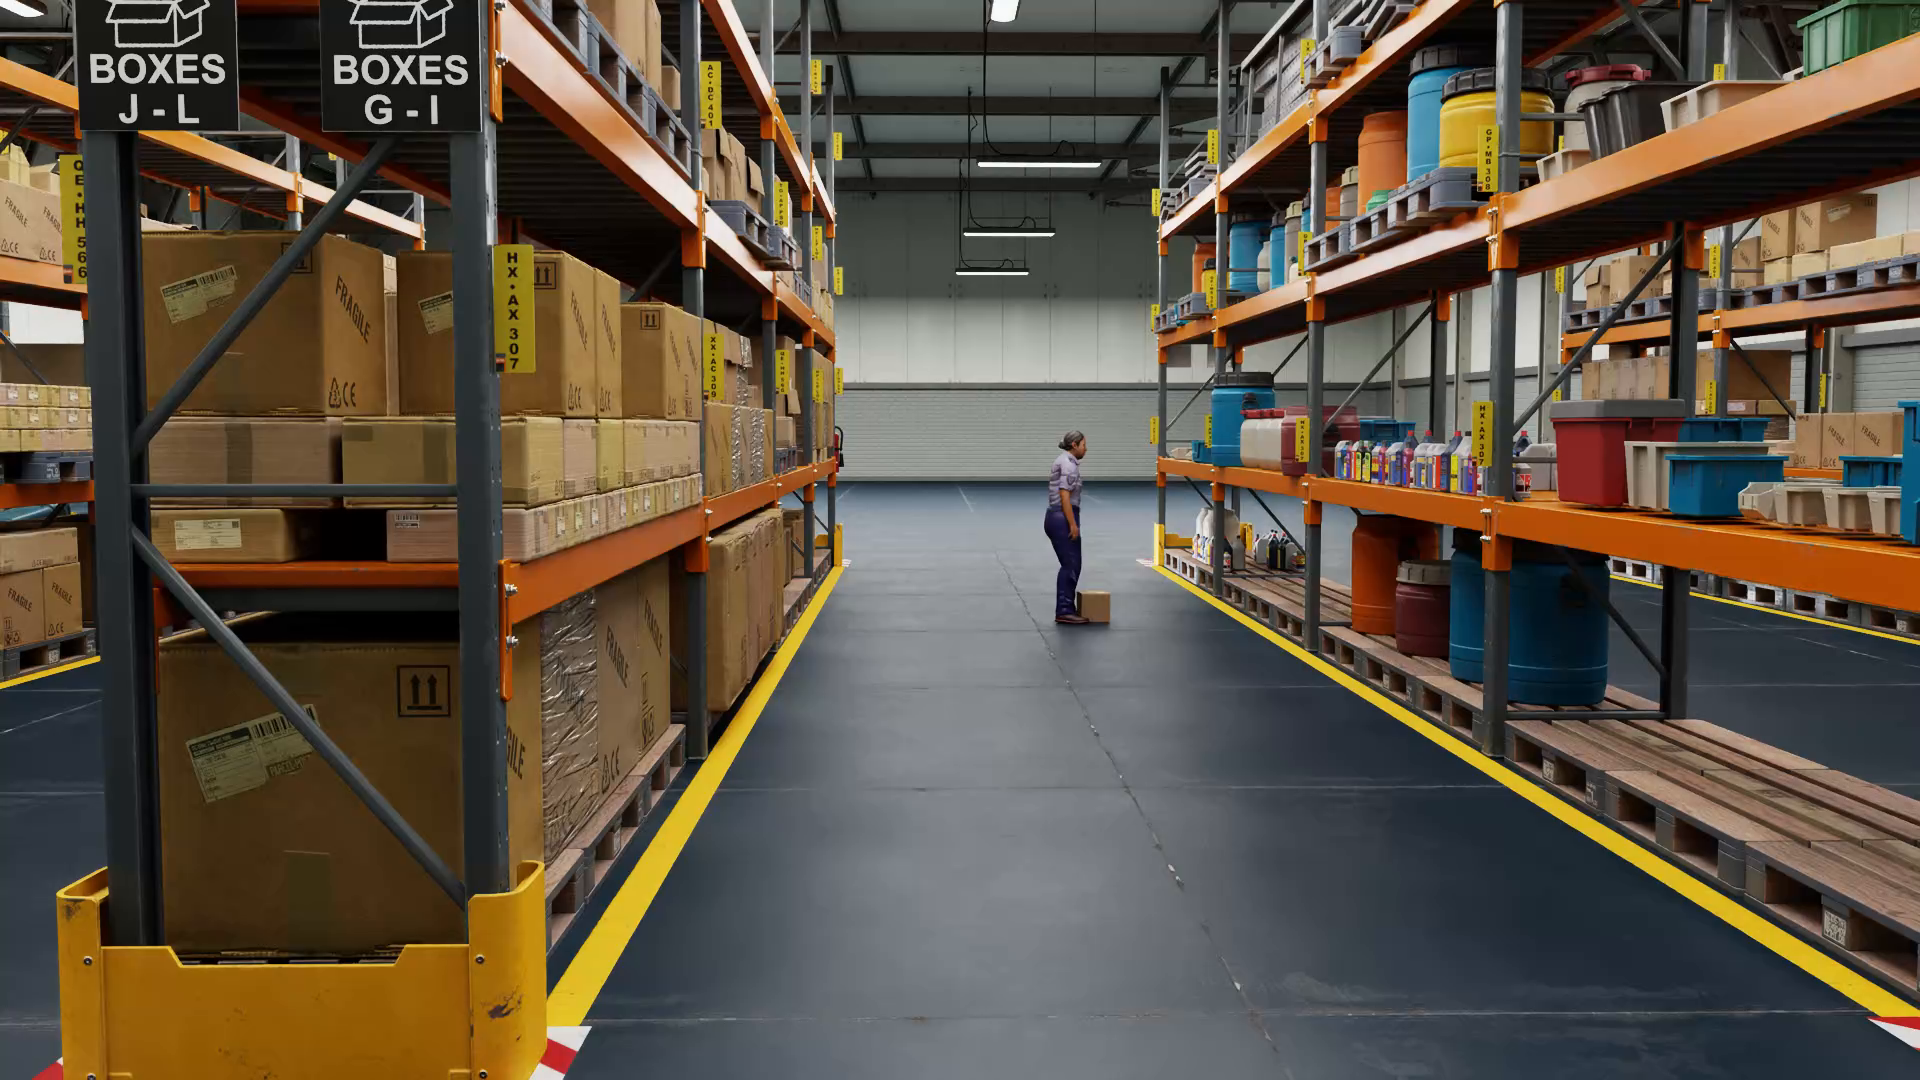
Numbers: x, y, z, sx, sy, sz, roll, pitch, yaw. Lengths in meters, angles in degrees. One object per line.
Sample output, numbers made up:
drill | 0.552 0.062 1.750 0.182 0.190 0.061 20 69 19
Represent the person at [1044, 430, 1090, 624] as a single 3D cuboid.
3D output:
person | 0.941 -0.122 14.361 0.414 1.652 0.538 0 4 -1
